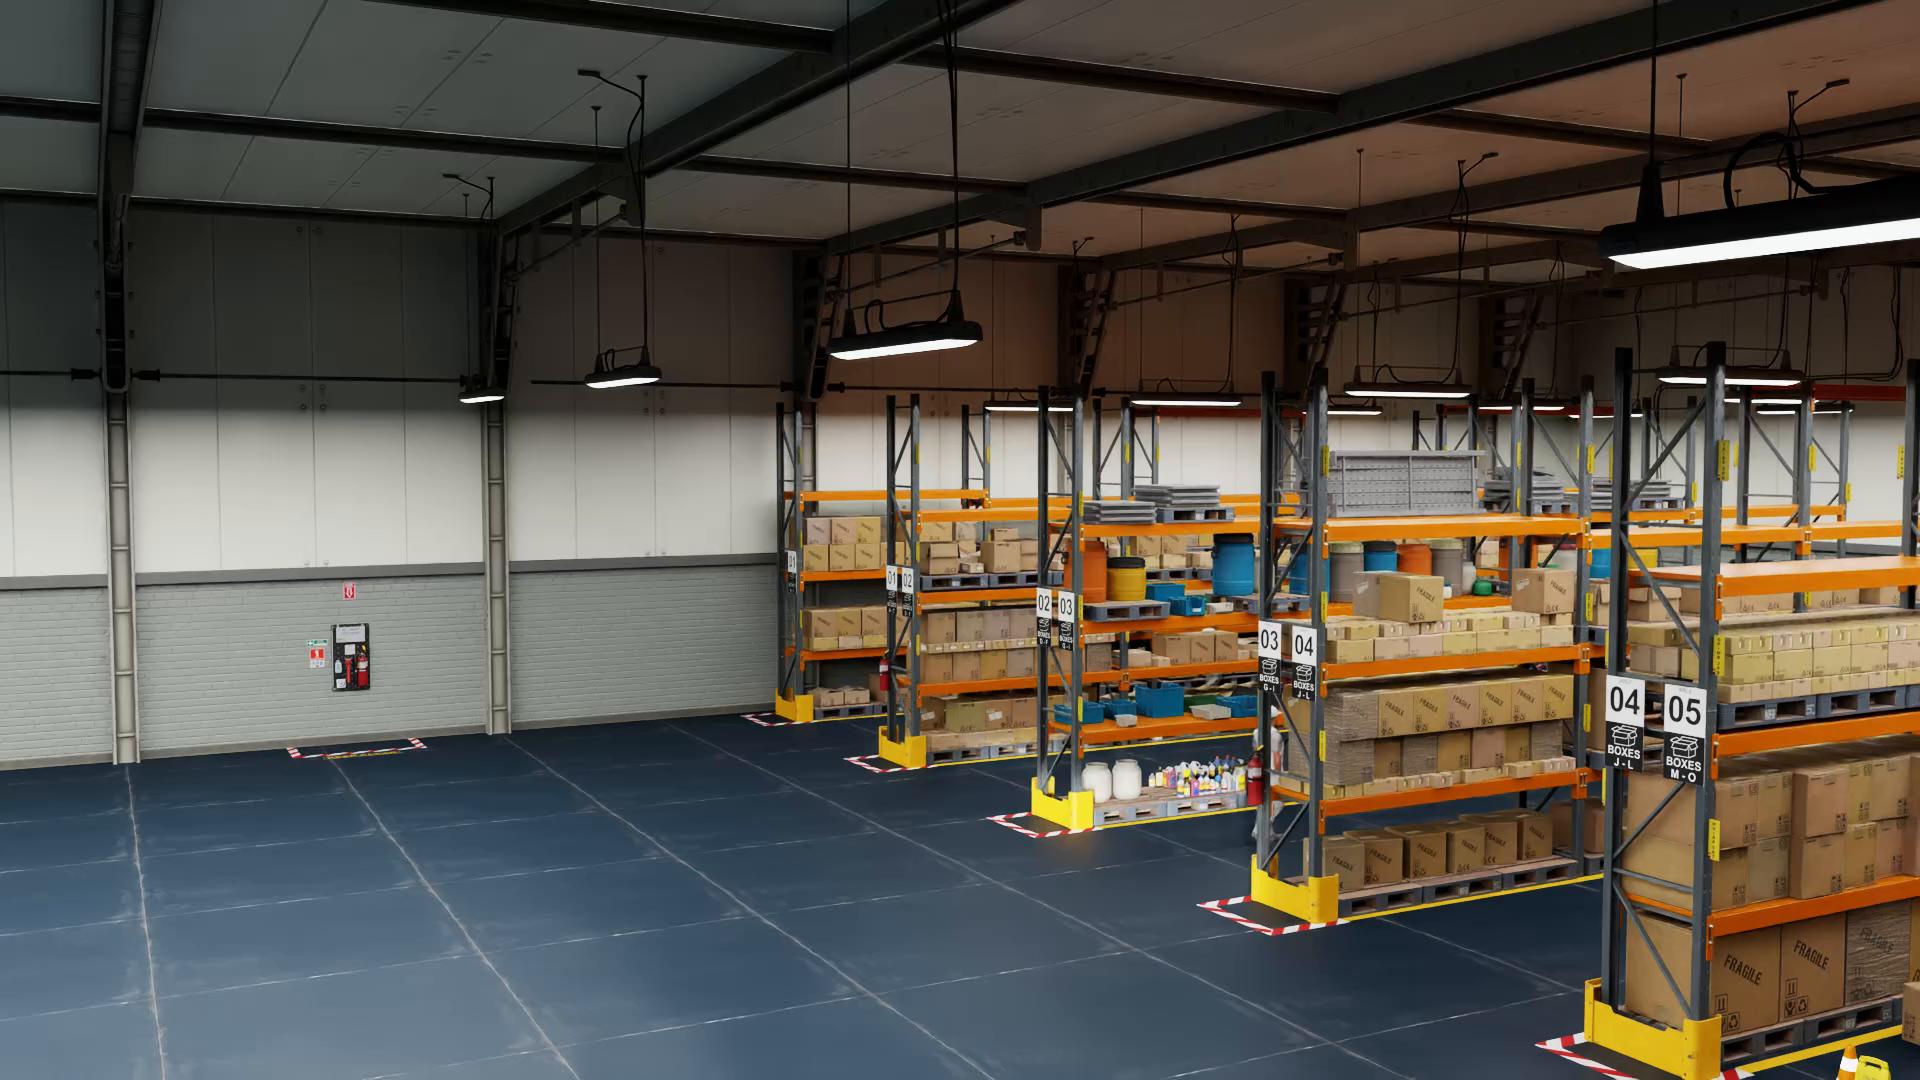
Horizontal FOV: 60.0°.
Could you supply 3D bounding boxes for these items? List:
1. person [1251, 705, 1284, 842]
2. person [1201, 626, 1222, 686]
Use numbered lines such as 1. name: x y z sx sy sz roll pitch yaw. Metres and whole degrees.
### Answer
1. person: 4.008 3.051 21.675 0.553 1.787 0.573 -1 4 -24
2. person: 4.978 2.386 33.328 0.545 1.786 0.600 -1 3 -18
